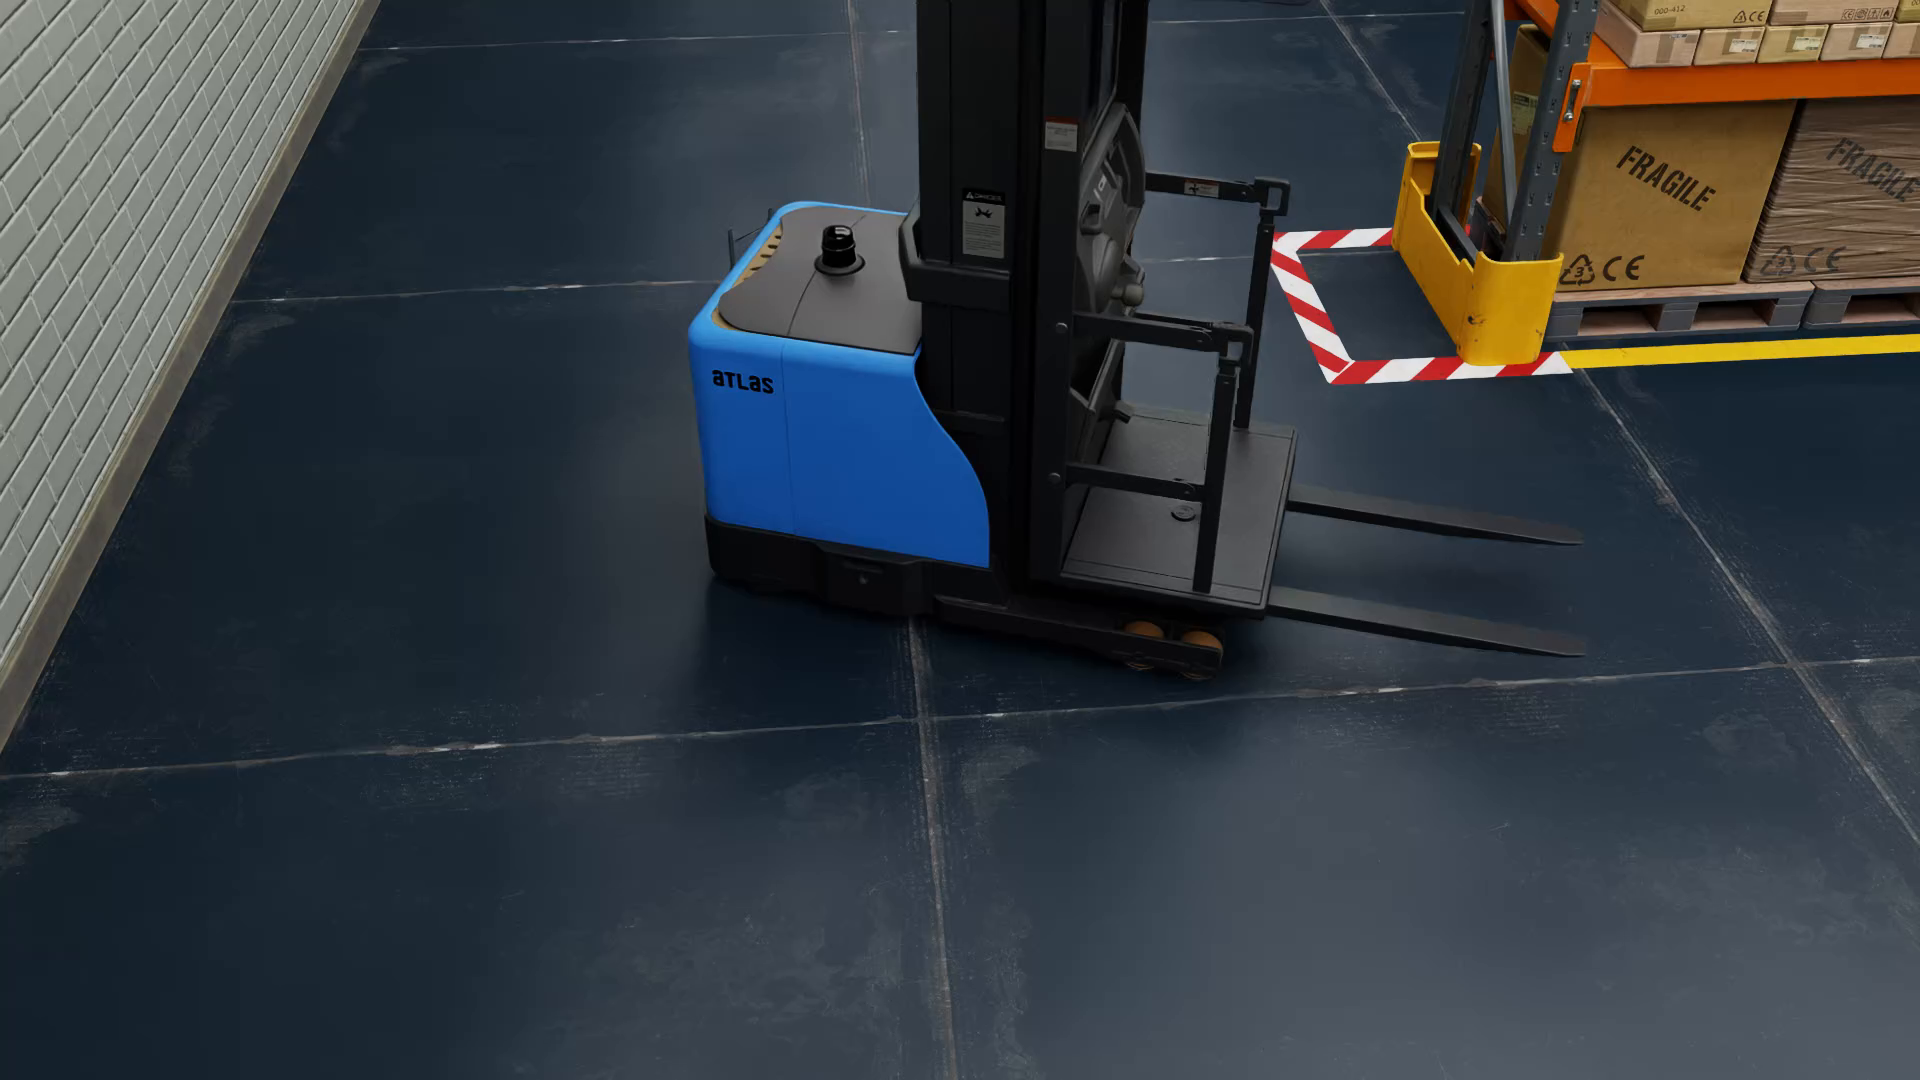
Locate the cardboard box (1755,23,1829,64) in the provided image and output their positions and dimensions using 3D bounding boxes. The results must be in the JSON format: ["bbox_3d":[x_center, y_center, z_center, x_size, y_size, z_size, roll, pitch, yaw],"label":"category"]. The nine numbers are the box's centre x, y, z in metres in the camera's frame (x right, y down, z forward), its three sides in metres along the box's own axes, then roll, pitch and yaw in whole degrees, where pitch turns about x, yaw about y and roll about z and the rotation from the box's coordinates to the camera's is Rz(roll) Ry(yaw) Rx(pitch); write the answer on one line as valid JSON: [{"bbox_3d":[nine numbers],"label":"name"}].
[{"bbox_3d":[3.226,-2.045,6.623,0.250,0.149,0.380,-4,38,-5],"label":"cardboard box"}]

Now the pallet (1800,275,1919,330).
[{"bbox_3d":[4.334,-1.361,7.805,1.213,0.211,1.003,-3,38,-4],"label":"pallet"}]

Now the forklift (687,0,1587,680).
[{"bbox_3d":[0.666,-1.043,5.206,3.031,2.935,1.130,9,39,12],"label":"forklift"}]

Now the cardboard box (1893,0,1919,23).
[{"bbox_3d":[3.853,-2.274,6.592,0.500,0.250,0.500,-4,38,-5],"label":"cardboard box"}]

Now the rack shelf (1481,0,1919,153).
[{"bbox_3d":[4.325,-2.126,7.104,4.000,0.370,1.077,-3,38,-4],"label":"rack shelf"}]

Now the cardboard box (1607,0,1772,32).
[{"bbox_3d":[2.835,-2.216,6.518,0.500,0.250,0.500,-4,38,-5],"label":"cardboard box"}]

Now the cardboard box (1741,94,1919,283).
[{"bbox_3d":[3.869,-1.764,7.440,0.875,0.875,0.875,-3,38,-4],"label":"cardboard box"}]

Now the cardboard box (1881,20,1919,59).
[{"bbox_3d":[3.739,-2.073,6.659,0.250,0.149,0.380,-4,38,-5],"label":"cardboard box"}]

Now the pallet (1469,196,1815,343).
[{"bbox_3d":[3.122,-1.296,7.722,1.213,0.211,1.003,-3,38,-4],"label":"pallet"}]

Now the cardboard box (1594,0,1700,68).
[{"bbox_3d":[2.715,-2.016,6.586,0.250,0.149,0.380,-3,38,-3],"label":"cardboard box"}]

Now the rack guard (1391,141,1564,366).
[{"bbox_3d":[2.309,-1.316,7.514,0.348,0.500,1.175,-3,38,-4],"label":"rack guard"}]

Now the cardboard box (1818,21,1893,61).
[{"bbox_3d":[3.485,-2.060,6.642,0.250,0.149,0.380,-4,38,-5],"label":"cardboard box"}]

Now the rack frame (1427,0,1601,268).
[{"bbox_3d":[2.332,-2.299,6.742,0.127,3.000,1.000,-3,38,-4],"label":"rack frame"}]

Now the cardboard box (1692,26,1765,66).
[{"bbox_3d":[2.971,-2.031,6.605,0.250,0.149,0.380,-4,38,-5],"label":"cardboard box"}]

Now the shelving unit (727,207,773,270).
[{"bbox_3d":[-0.723,-0.837,6.584,0.210,0.900,0.258,26,45,29],"label":"shelving unit"}]

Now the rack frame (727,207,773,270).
[{"bbox_3d":[-0.803,-0.876,6.634,0.006,0.900,0.240,26,45,29],"label":"rack frame"}]

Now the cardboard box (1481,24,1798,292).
[{"bbox_3d":[2.963,-1.714,7.377,0.875,0.875,0.875,-3,38,-4],"label":"cardboard box"}]

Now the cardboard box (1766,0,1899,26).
[{"bbox_3d":[3.352,-2.249,6.560,0.500,0.250,0.500,-4,38,-5],"label":"cardboard box"}]
